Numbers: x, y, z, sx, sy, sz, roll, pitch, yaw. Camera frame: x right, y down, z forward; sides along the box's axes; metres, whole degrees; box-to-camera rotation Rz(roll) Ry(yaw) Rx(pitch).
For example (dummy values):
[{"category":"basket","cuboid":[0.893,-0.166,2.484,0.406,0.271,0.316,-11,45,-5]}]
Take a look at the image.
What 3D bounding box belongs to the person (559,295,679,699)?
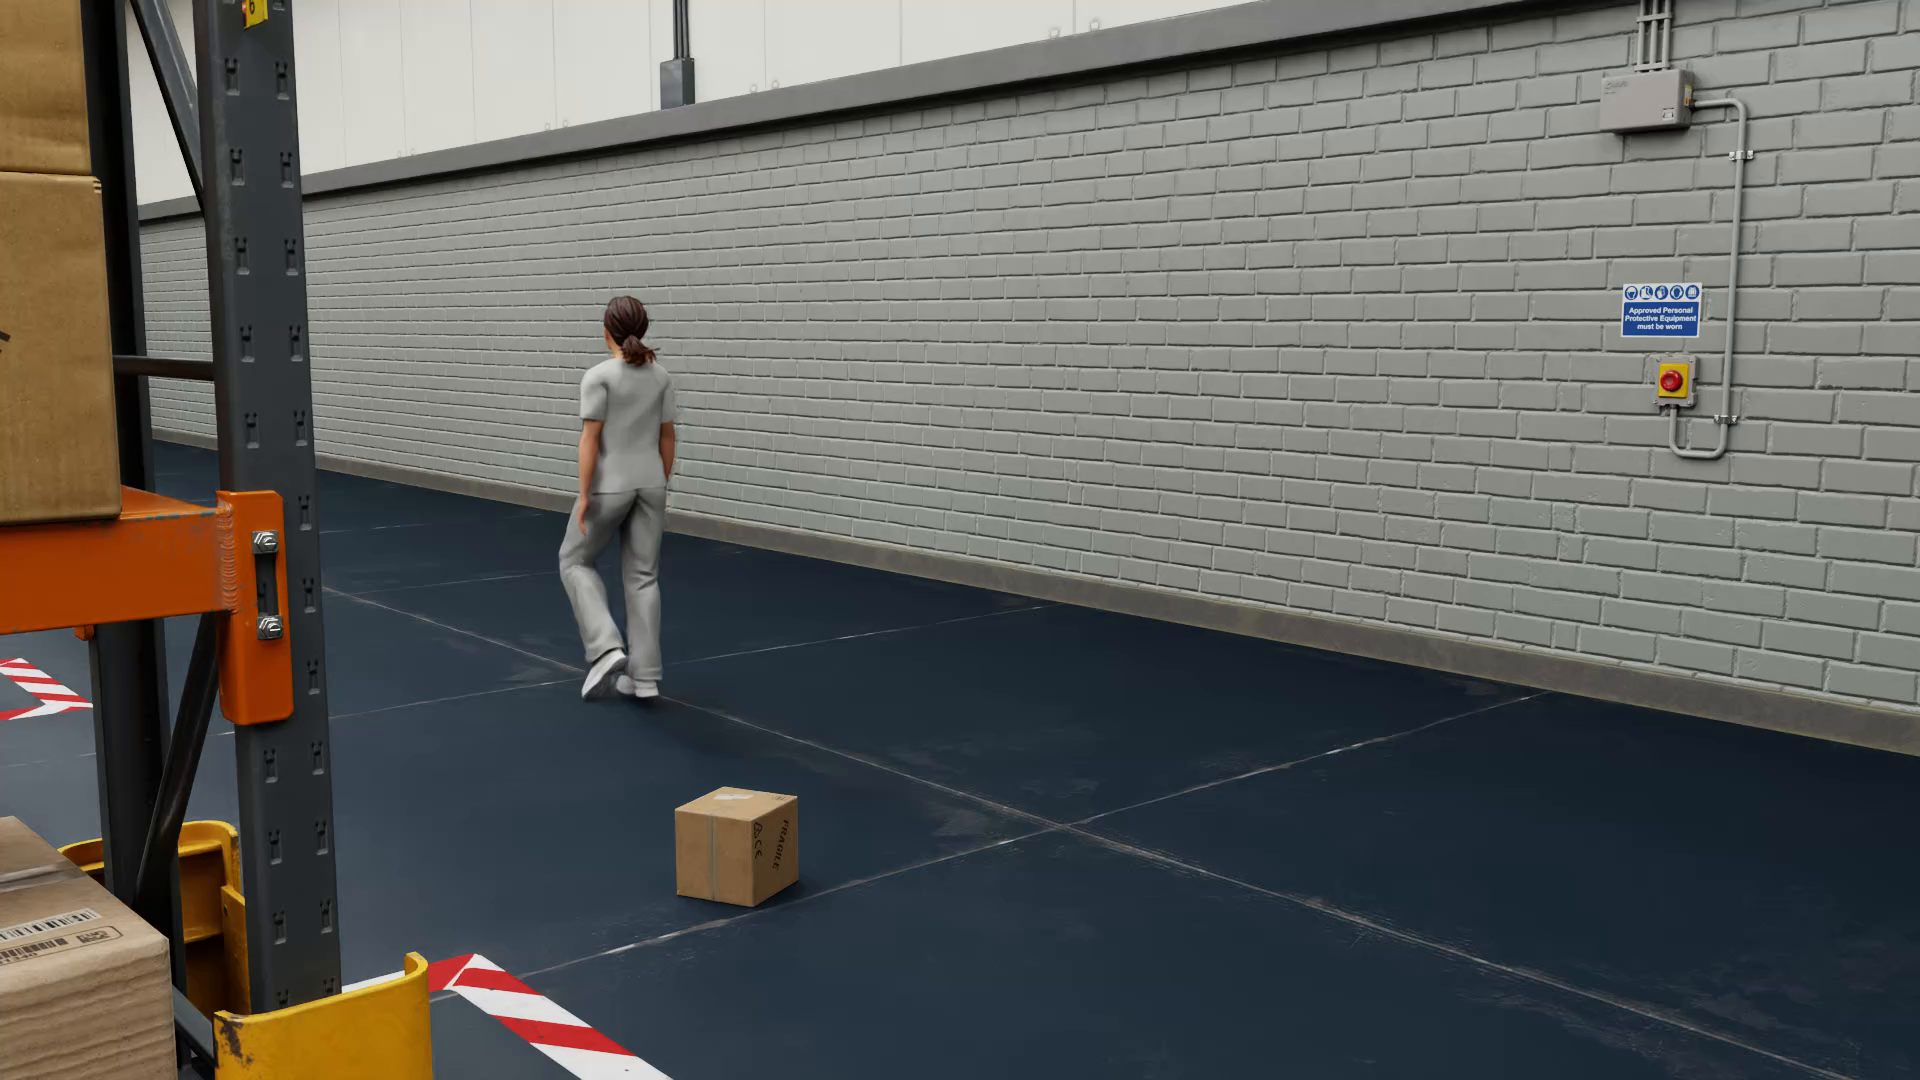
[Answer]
[{"category":"person","cuboid":[-1.417,-0.166,6.962,0.477,1.690,0.486,-5,9,-35]}]
